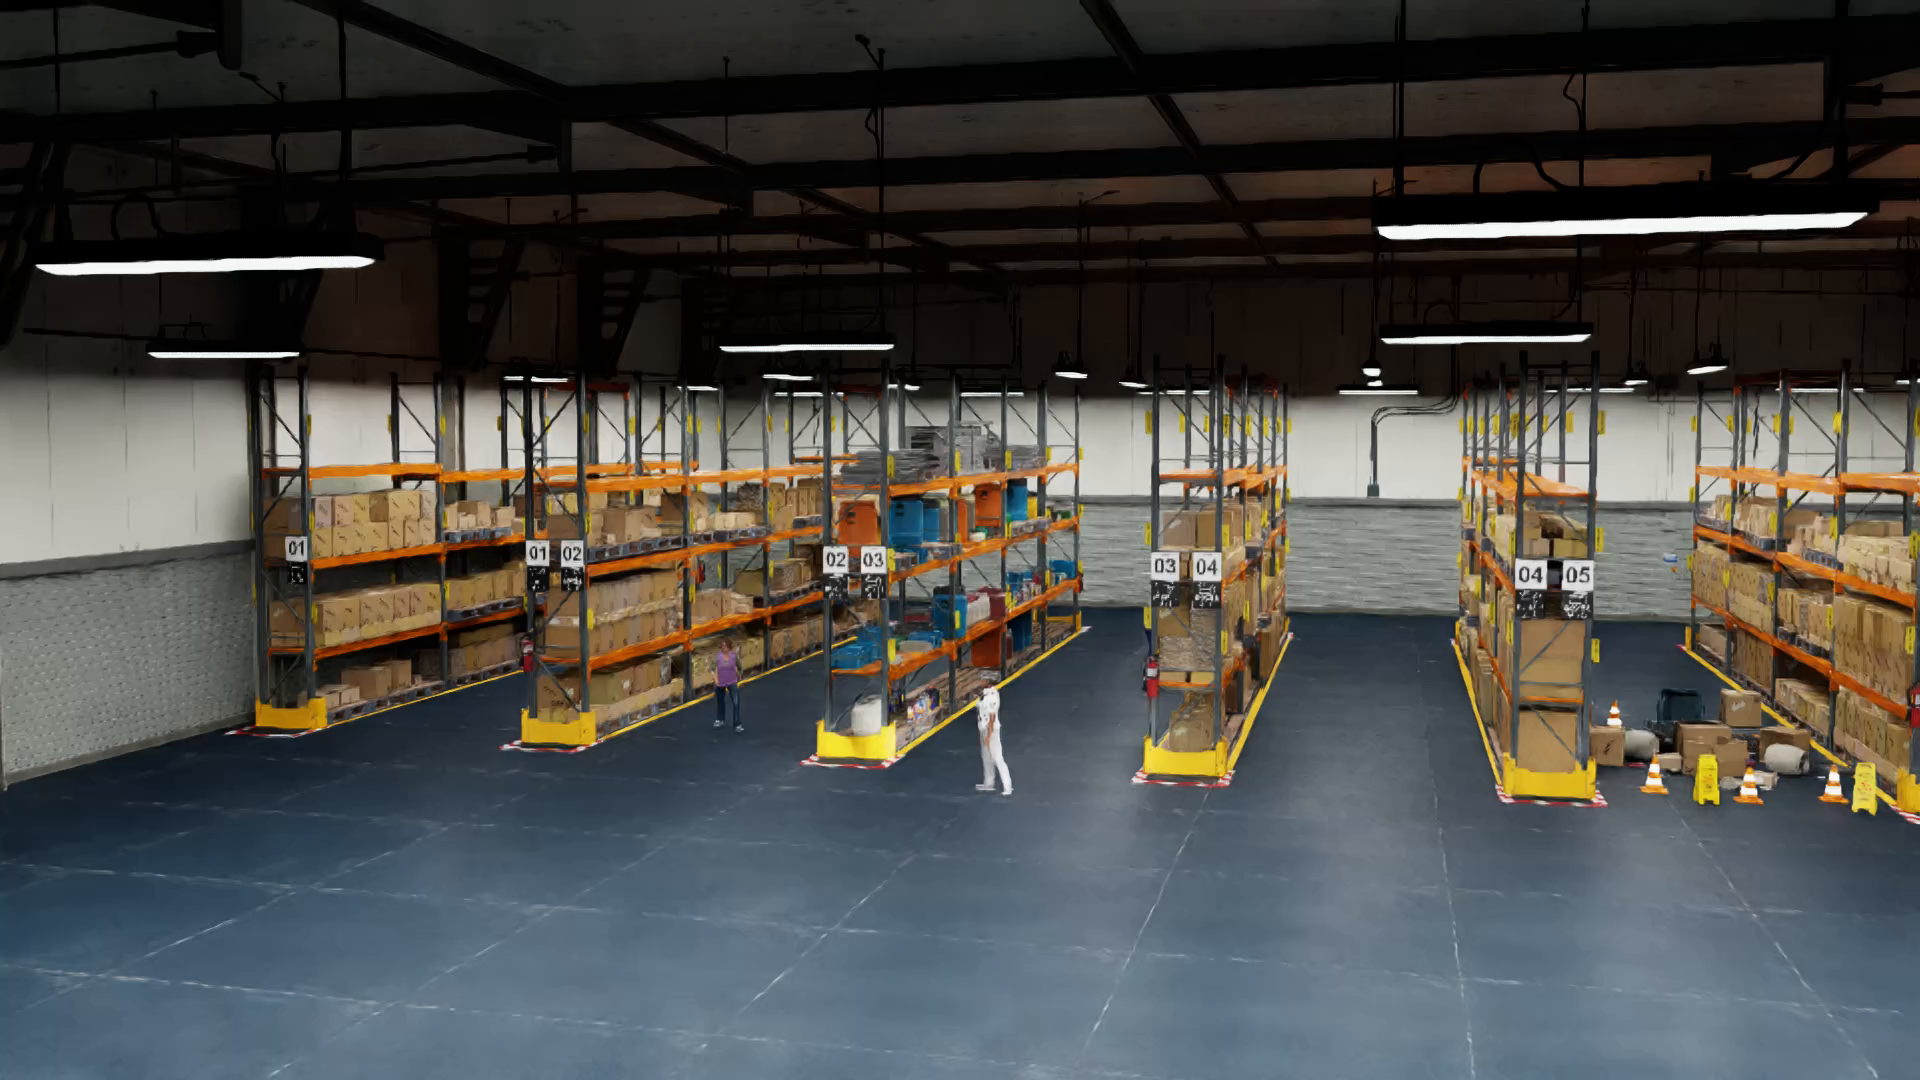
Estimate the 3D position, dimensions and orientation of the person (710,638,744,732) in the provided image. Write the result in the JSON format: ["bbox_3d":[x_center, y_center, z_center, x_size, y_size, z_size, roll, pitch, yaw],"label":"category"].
[{"bbox_3d":[-3.815,2.345,27.279,0.561,1.525,0.787,0,4,-4],"label":"person"}]

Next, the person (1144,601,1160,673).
[{"bbox_3d":[3.998,1.845,33.760,0.445,1.646,0.579,-1,4,-15],"label":"person"}]

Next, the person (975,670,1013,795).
[{"bbox_3d":[0.443,2.616,22.664,0.446,1.667,0.643,-1,4,-11],"label":"person"}]
